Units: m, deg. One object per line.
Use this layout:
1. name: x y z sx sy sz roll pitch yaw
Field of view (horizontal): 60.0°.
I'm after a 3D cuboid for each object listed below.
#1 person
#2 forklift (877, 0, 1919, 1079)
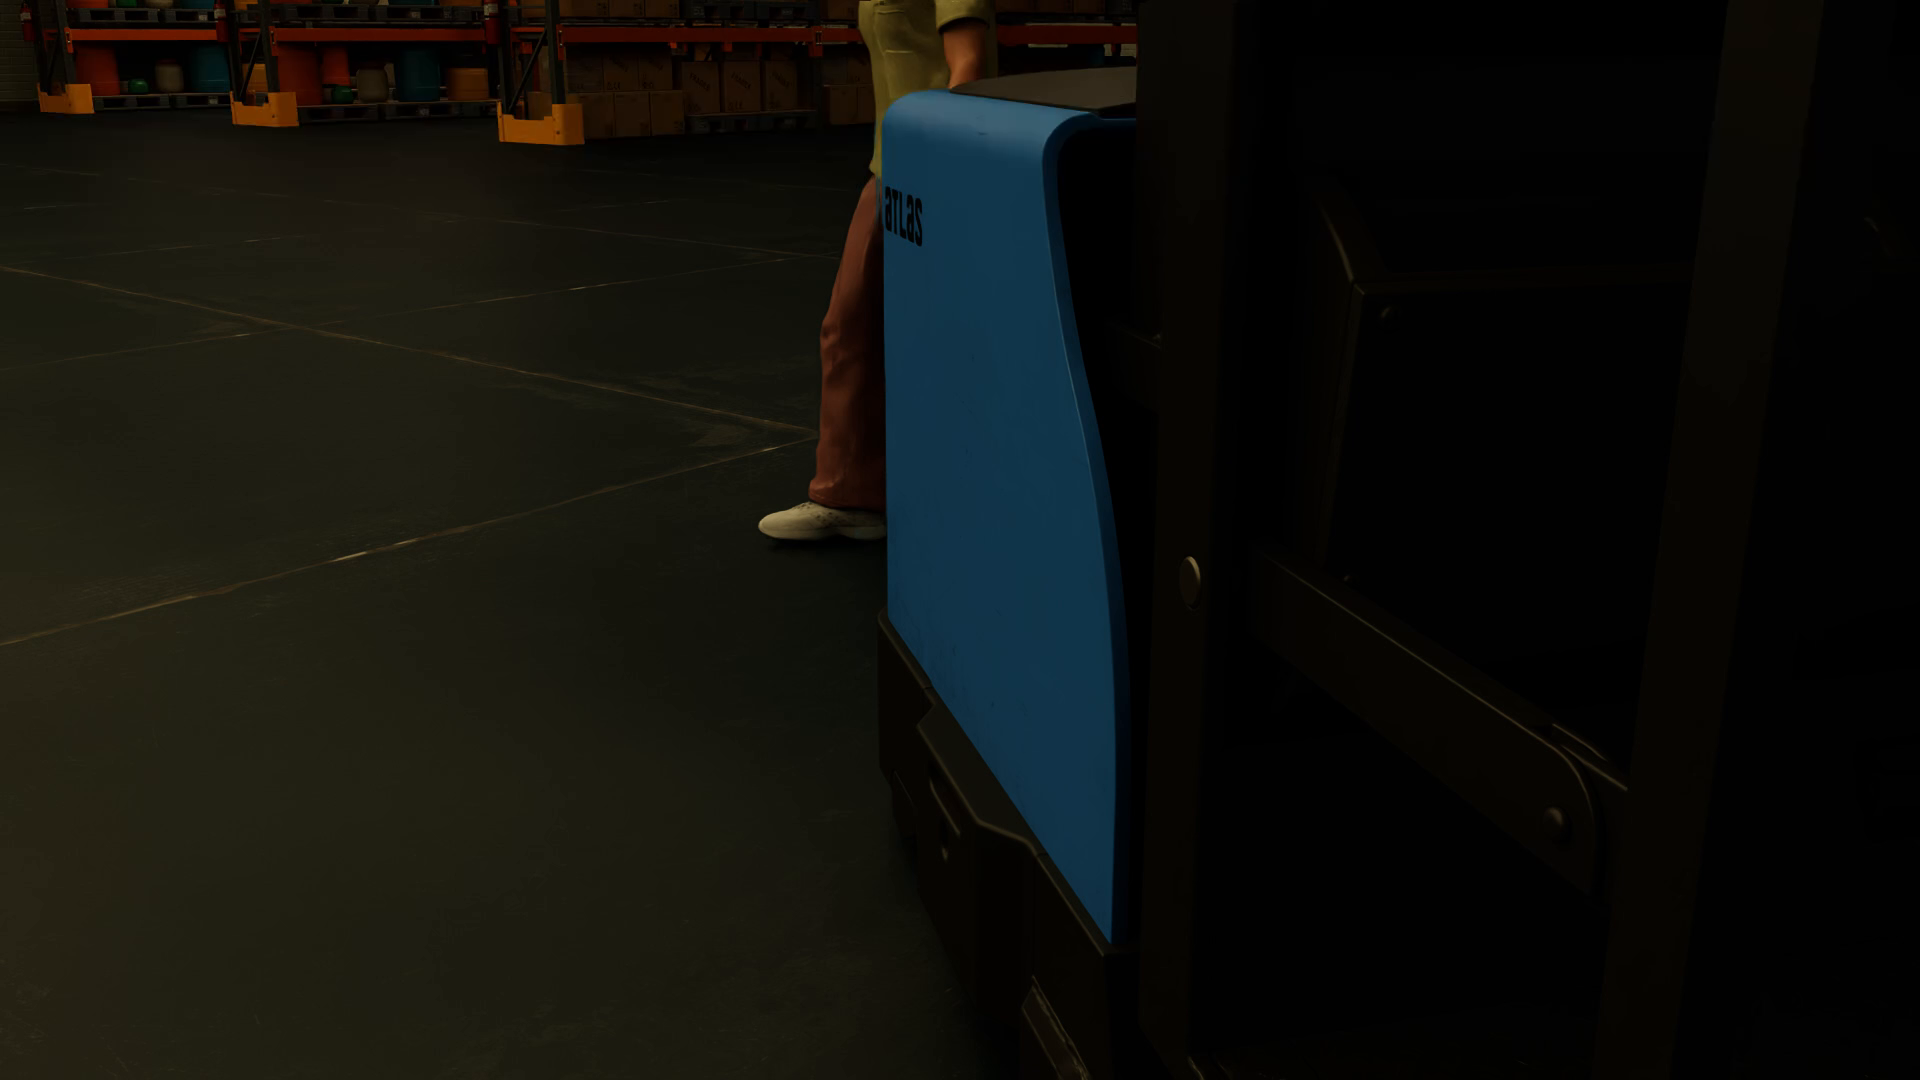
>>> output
1. person: -0.150 -0.770 3.631 0.587 1.656 0.588 -6 18 -19
2. forklift: 0.757 -0.628 0.966 1.130 2.935 3.031 -5 17 -15
